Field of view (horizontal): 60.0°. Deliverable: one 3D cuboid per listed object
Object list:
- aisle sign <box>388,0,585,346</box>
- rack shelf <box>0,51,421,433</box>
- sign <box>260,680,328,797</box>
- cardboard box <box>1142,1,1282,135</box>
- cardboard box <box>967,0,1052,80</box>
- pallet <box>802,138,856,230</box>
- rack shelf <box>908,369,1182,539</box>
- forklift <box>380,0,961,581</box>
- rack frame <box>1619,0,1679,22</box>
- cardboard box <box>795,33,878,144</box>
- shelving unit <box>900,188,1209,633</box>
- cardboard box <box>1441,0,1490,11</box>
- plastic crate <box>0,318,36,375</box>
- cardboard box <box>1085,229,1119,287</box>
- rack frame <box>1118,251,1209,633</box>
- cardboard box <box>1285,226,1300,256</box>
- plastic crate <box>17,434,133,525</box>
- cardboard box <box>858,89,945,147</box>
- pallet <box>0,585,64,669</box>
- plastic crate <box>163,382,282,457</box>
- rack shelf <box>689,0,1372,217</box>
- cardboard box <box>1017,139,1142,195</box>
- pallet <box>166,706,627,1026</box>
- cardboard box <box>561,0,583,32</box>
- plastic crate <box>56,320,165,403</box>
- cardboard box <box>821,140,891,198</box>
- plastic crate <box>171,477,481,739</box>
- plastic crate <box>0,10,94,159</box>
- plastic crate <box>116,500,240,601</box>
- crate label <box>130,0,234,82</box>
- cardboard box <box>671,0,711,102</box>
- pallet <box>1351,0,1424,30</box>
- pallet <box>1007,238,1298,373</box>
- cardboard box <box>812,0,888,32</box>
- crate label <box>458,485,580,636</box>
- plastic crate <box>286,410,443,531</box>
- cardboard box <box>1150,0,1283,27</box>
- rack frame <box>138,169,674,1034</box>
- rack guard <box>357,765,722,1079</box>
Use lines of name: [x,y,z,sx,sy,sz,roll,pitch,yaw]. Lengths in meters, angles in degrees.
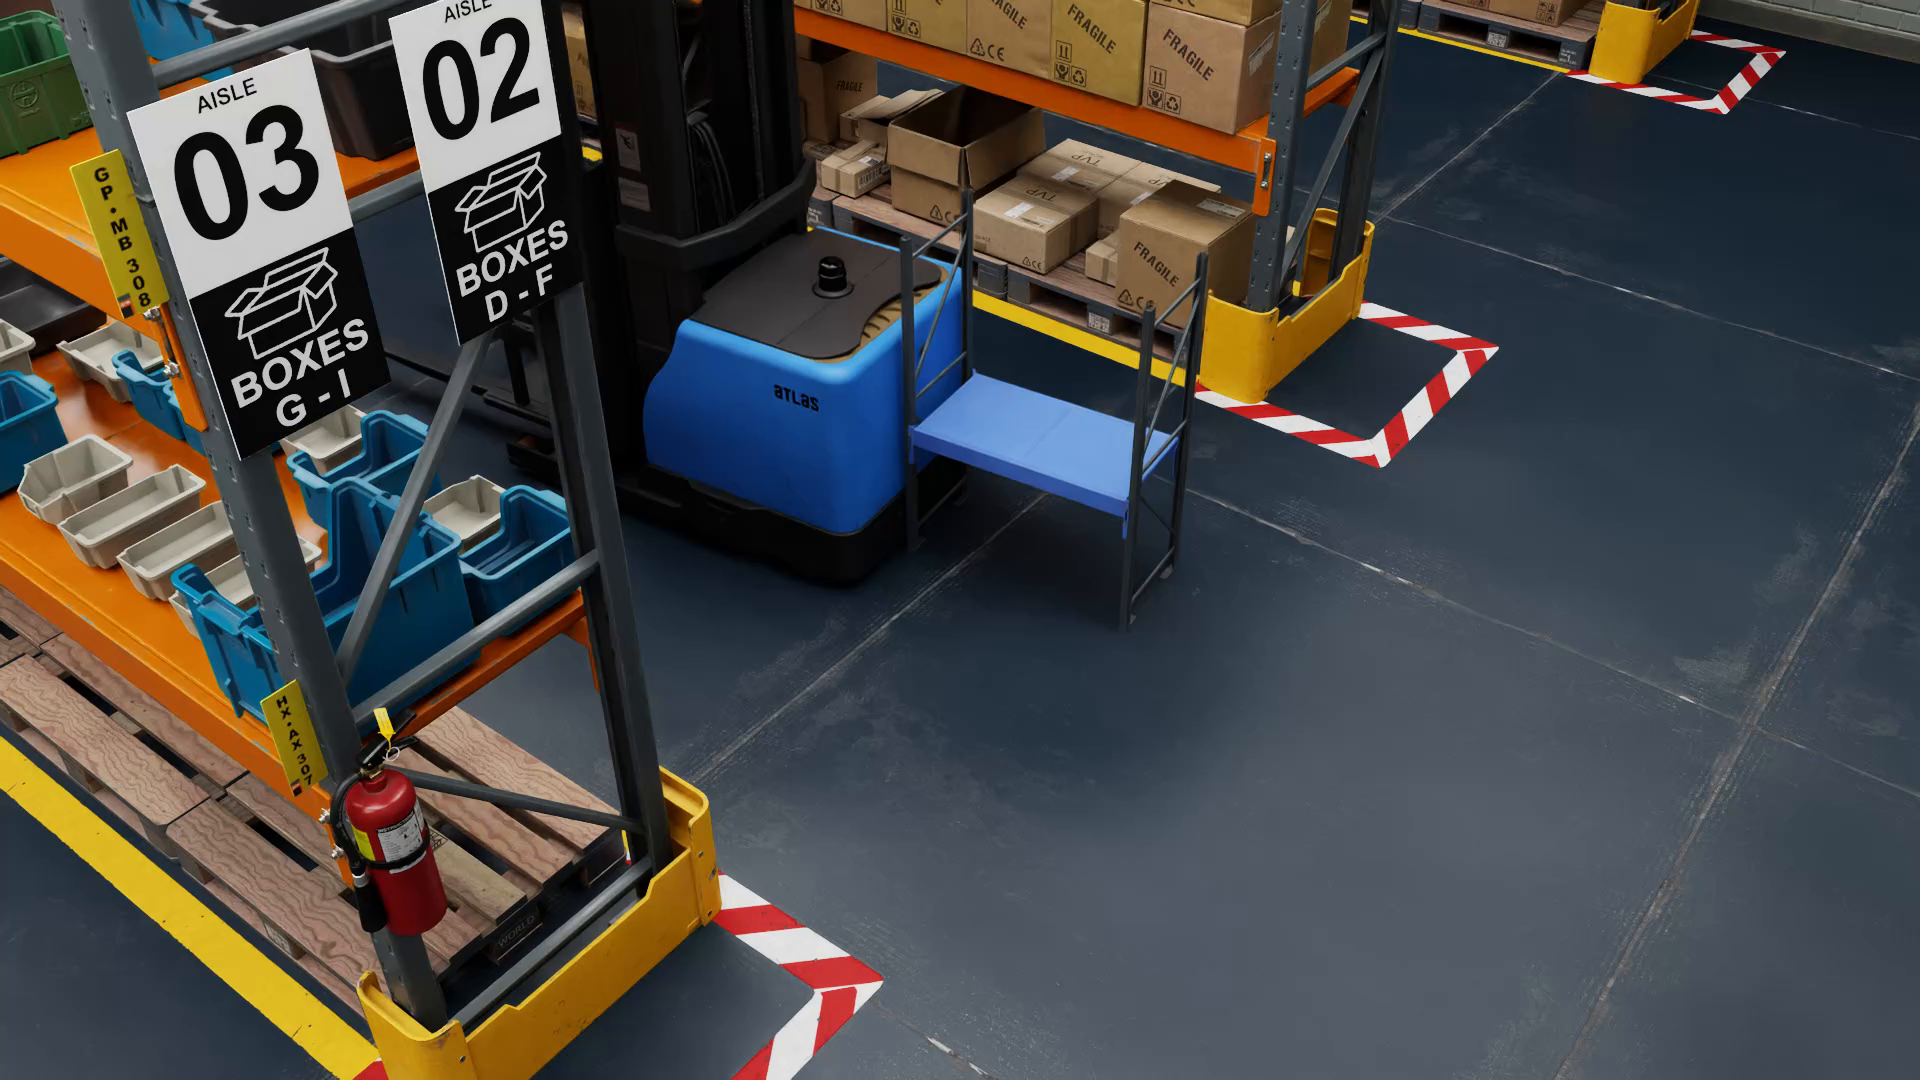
aisle sign: [-1.065,-0.866,3.814,0.004,0.787,0.394,25,45,29]
rack shelf: [-2.891,-1.371,4.718,4.000,0.370,1.077,25,45,29]
sign: [-1.624,0.487,4.062,0.005,0.325,0.100,25,45,29]
cardboard box: [1.189,-2.222,7.574,0.500,0.500,0.500,27,45,30]
cardboard box: [0.382,-2.604,8.062,0.500,0.500,0.500,26,45,29]
pallet: [-0.922,-2.290,10.004,1.213,0.211,1.003,25,45,29]
rack shelf: [0.349,-0.369,6.796,1.000,0.185,0.538,20,42,24]
forklift: [-1.475,-1.659,6.992,3.031,2.935,1.130,20,42,24]
rack frame: [4.716,-4.575,10.660,0.127,3.000,1.000,25,45,29]
cardboard box: [-0.842,-2.761,10.014,0.500,0.500,0.500,25,45,29]
shelving unit: [0.349,-0.510,6.685,1.048,1.500,0.538,20,42,24]
cardboard box: [3.702,-4.157,11.813,0.500,0.500,0.700,25,45,28]
plastic crate: [-3.379,-0.537,5.550,0.530,0.282,0.437,25,45,29]
cardboard box: [0.861,-1.485,8.654,0.250,0.166,0.380,25,45,29]
rack frame: [0.786,-0.350,6.480,0.032,1.500,0.500,20,42,24]
cardboard box: [1.586,-1.524,8.719,0.250,0.149,0.380,25,45,29]
plastic crate: [-2.764,-0.170,5.200,0.250,0.136,0.298,25,45,29]
cardboard box: [-0.247,-2.405,9.713,0.500,0.311,0.500,25,45,29]
pallet: [-3.872,0.132,6.910,1.213,0.211,1.003,25,45,29]
plastic crate: [-2.344,-0.429,5.451,0.300,0.233,0.416,25,45,29]
rack shelf: [0.121,-2.614,8.739,4.000,0.370,1.077,25,45,29]
cardboard box: [0.656,-1.956,9.188,0.500,0.250,0.500,25,45,29]
pallet: [-1.934,1.046,5.743,1.213,0.211,1.003,25,45,29]
cardboard box: [-2.421,-3.069,10.407,0.500,0.500,0.500,25,45,29]
plastic crate: [-2.914,-0.637,5.796,0.466,0.136,0.293,25,45,29]
cardboard box: [-0.572,-2.122,9.468,0.250,0.166,0.380,25,45,29]
plastic crate: [-1.682,0.204,4.478,0.499,0.435,0.616,25,45,29]
plastic crate: [-2.259,-1.051,3.898,0.336,0.188,0.450,25,45,29]
plastic crate: [-2.281,0.024,4.952,0.243,0.136,0.396,25,45,29]
crate label: [-1.839,-1.350,4.229,0.502,0.251,0.408,25,45,29]
cardboard box: [-1.703,-3.136,10.493,0.500,0.500,0.500,23,44,27]
pallet: [3.069,-4.195,12.438,1.213,0.211,1.003,25,45,29]
pallet: [1.016,-1.377,8.837,1.213,0.211,1.003,25,45,29]
cardboard box: [-0.423,-2.983,8.545,0.500,0.500,0.500,25,44,28]
crate label: [-1.298,0.065,4.821,0.303,0.233,0.416,25,45,29]
plastic crate: [-1.821,-0.182,5.136,0.300,0.233,0.416,25,45,29]
cardboard box: [1.189,-2.613,7.262,0.500,0.500,0.500,25,44,28]
rack frame: [-1.302,0.276,4.464,0.127,3.000,1.000,25,45,29]
rack guard: [-1.275,1.263,5.232,0.348,0.500,1.175,25,45,29]
